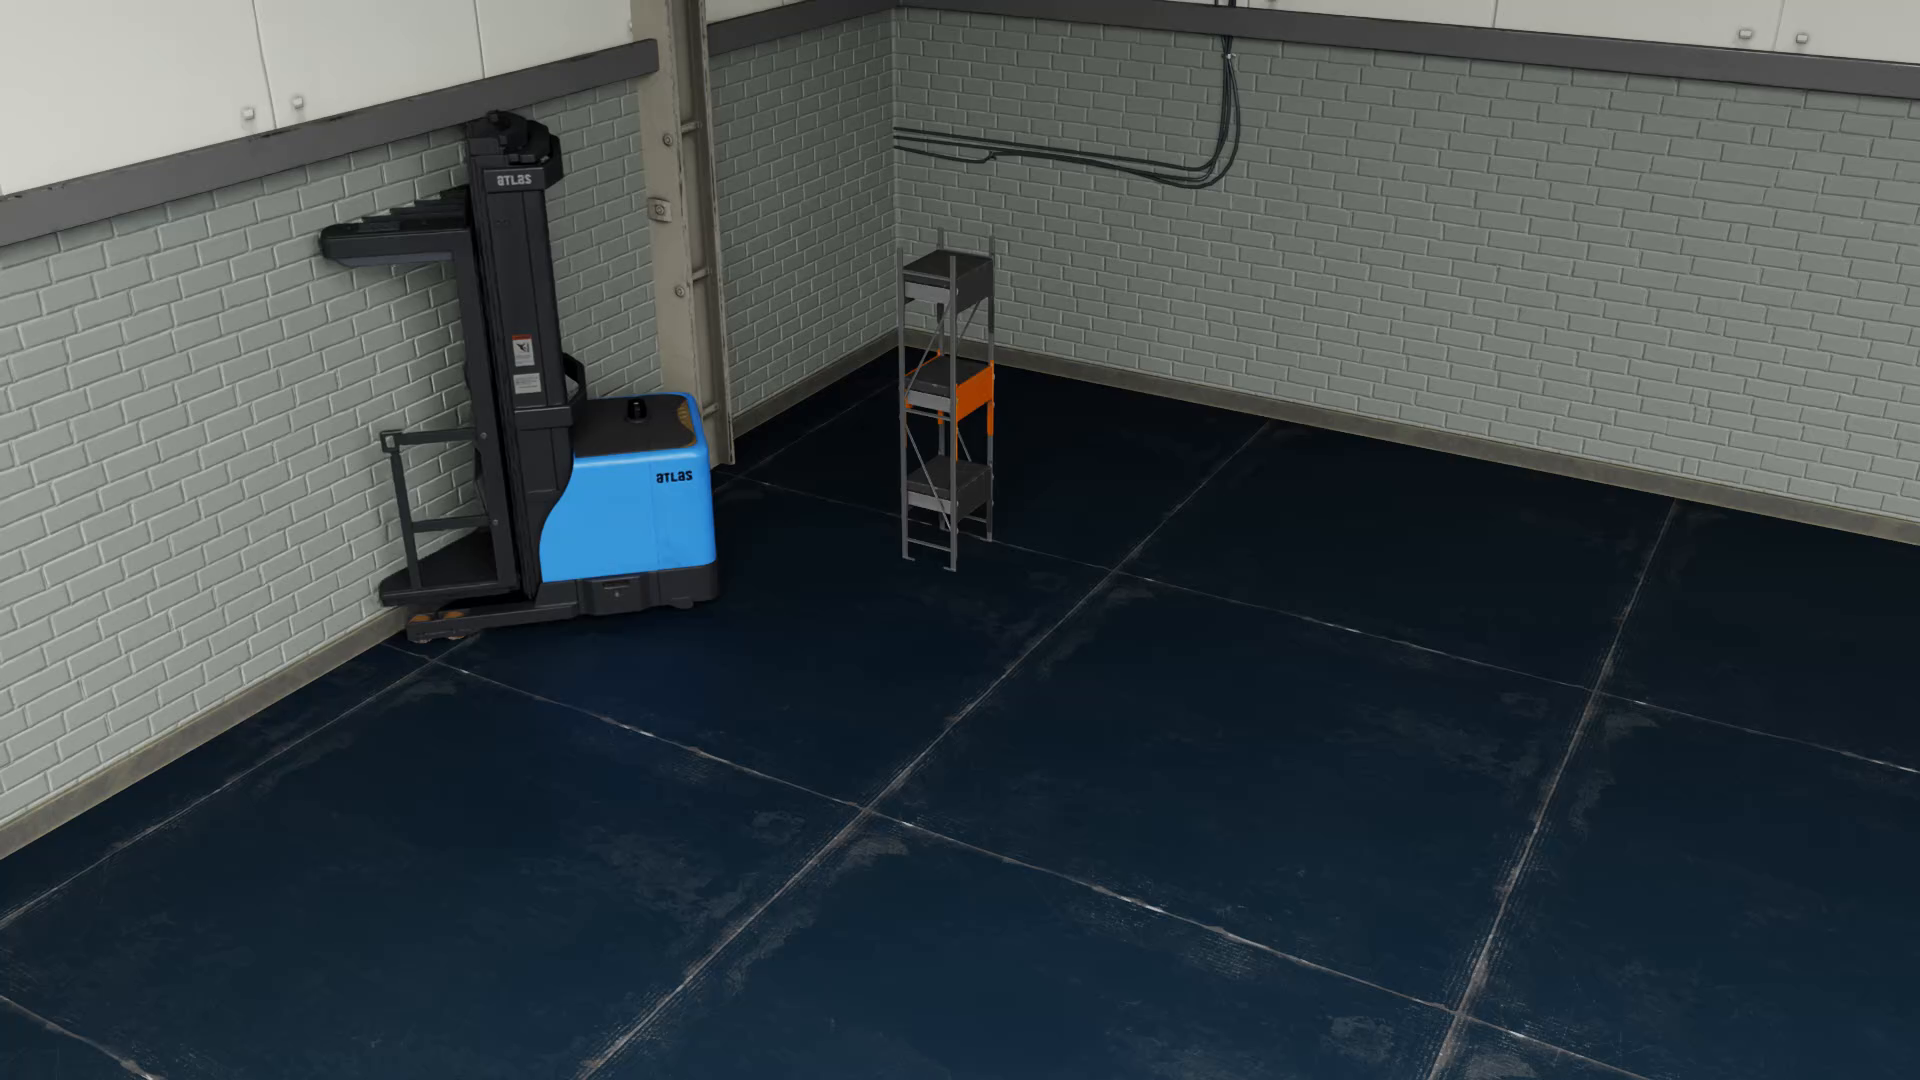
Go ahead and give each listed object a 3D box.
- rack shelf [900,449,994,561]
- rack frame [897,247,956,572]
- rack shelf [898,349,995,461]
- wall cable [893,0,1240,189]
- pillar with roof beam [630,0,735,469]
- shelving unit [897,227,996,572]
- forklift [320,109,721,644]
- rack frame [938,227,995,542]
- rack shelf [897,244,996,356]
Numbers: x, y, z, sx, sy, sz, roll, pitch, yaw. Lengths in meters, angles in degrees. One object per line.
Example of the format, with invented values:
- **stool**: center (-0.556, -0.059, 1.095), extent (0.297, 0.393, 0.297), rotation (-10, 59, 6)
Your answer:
- **rack shelf**: center (-0.081, -0.236, 10.890), extent (0.431, 0.518, 0.480), rotation (14, 30, 26)
- **rack frame**: center (-0.201, -0.779, 10.381), extent (0.400, 2.100, 0.015), rotation (14, 30, 26)
- **rack shelf**: center (-0.081, -0.862, 10.577), extent (0.431, 0.518, 0.480), rotation (14, 30, 26)
- **wall cable**: center (0.709, -4.023, 12.623), extent (3.097, 2.526, 0.112), rotation (14, 30, 26)
- **pillar with roof beam**: center (1.857, -3.607, 8.322), extent (9.100, 9.000, 0.400), rotation (14, 30, 26)
- **shelving unit**: center (-0.081, -0.874, 10.571), extent (0.431, 2.100, 0.503), rotation (14, 30, 26)
- **forklift**: center (-3.061, -0.953, 9.799), extent (3.031, 2.935, 1.130), rotation (-6, 27, -12)
- **rack frame**: center (0.039, -0.970, 10.761), extent (0.400, 2.100, 0.015), rotation (14, 30, 26)
- **rack shelf**: center (-0.081, -1.488, 10.264), extent (0.431, 0.518, 0.480), rotation (14, 30, 26)
